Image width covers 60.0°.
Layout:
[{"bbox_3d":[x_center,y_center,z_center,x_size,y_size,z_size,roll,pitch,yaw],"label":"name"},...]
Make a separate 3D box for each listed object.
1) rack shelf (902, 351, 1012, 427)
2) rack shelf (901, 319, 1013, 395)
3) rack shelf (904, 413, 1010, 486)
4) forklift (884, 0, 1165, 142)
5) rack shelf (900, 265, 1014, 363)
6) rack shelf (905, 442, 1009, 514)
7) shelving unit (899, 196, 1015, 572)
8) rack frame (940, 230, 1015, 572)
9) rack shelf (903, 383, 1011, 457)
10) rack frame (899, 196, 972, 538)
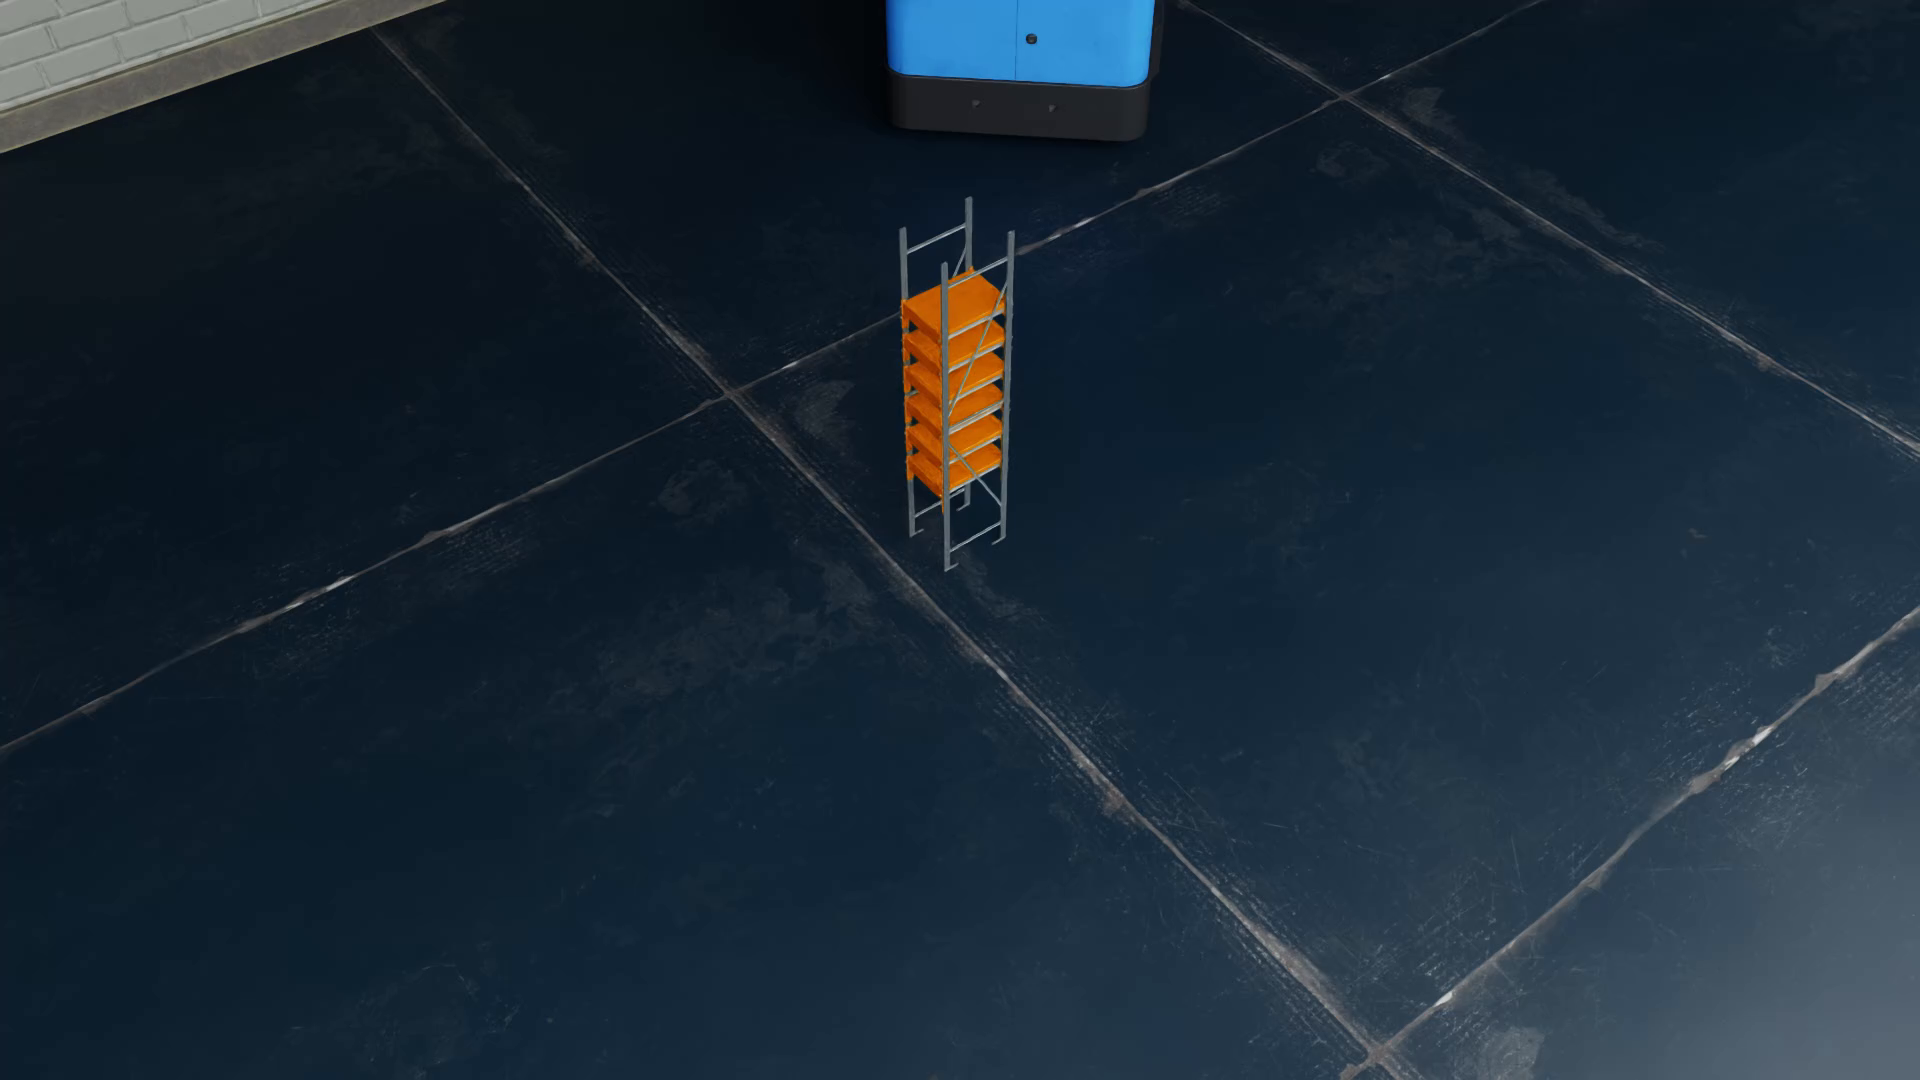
[{"bbox_3d":[-0.009,-0.462,4.757,0.258,0.103,0.180,-29,54,-24],"label":"rack shelf"},{"bbox_3d":[-0.009,-0.543,4.668,0.258,0.103,0.180,-29,54,-24],"label":"rack shelf"},{"bbox_3d":[-0.009,-0.301,4.935,0.258,0.103,0.180,-29,54,-24],"label":"rack shelf"},{"bbox_3d":[0.365,-3.661,6.590,1.130,2.935,3.031,4,48,4],"label":"forklift"},{"bbox_3d":[-0.009,-0.623,4.579,0.258,0.103,0.180,-29,54,-24],"label":"rack shelf"},{"bbox_3d":[-0.009,-0.220,5.024,0.258,0.103,0.180,-29,54,-24],"label":"rack shelf"},{"bbox_3d":[-0.009,-0.412,4.813,0.258,1.200,0.189,-29,54,-24],"label":"shelving unit"},{"bbox_3d":[0.047,-0.358,4.764,0.240,1.200,0.006,-29,54,-24],"label":"rack frame"},{"bbox_3d":[-0.009,-0.382,4.846,0.258,0.103,0.180,-29,54,-24],"label":"rack shelf"},{"bbox_3d":[-0.064,-0.465,4.862,0.240,1.200,0.006,-29,54,-24],"label":"rack frame"}]
